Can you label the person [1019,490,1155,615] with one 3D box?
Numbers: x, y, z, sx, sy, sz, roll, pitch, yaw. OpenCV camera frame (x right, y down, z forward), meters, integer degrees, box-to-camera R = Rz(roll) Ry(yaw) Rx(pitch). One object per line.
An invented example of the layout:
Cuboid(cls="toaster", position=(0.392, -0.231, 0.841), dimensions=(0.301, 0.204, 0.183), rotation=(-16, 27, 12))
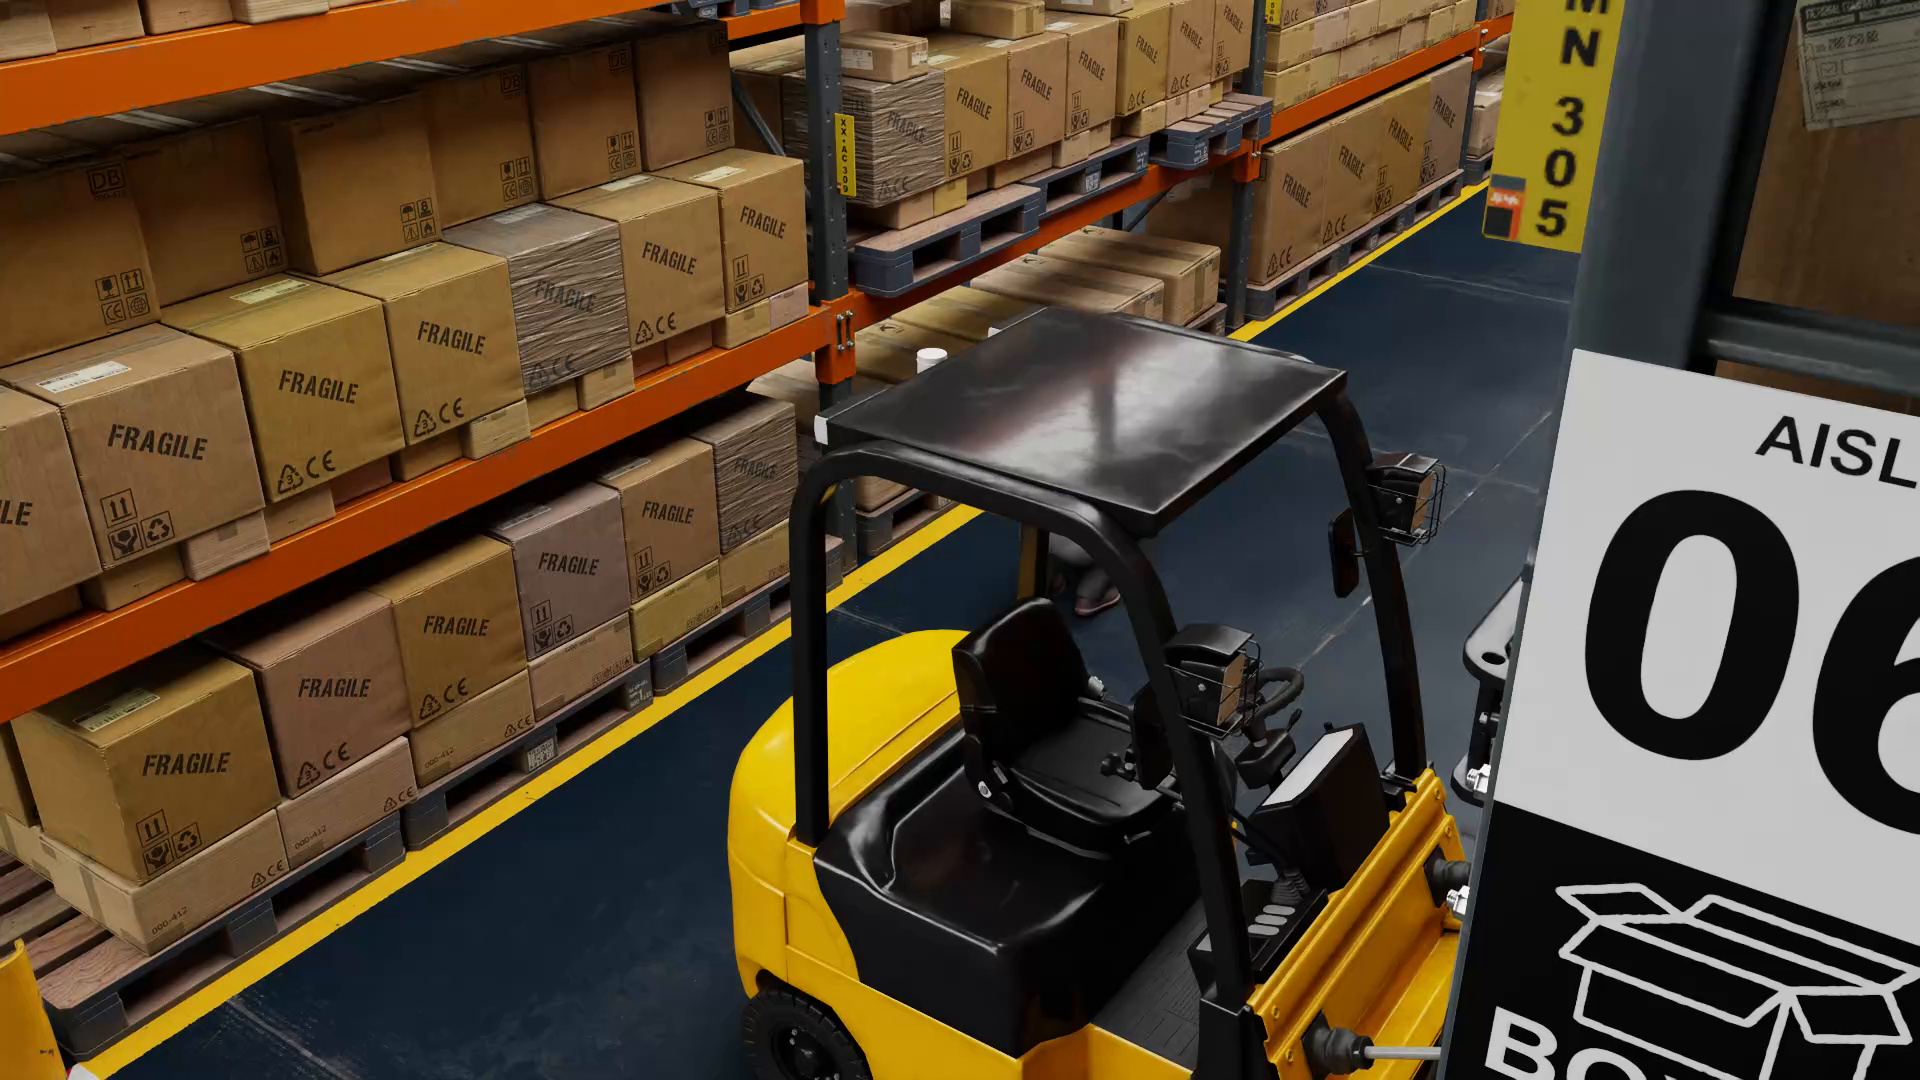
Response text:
Cuboid(cls="person", position=(0.578, -0.189, 7.302), dimensions=(0.483, 0.937, 0.827), rotation=(17, 31, 29))
